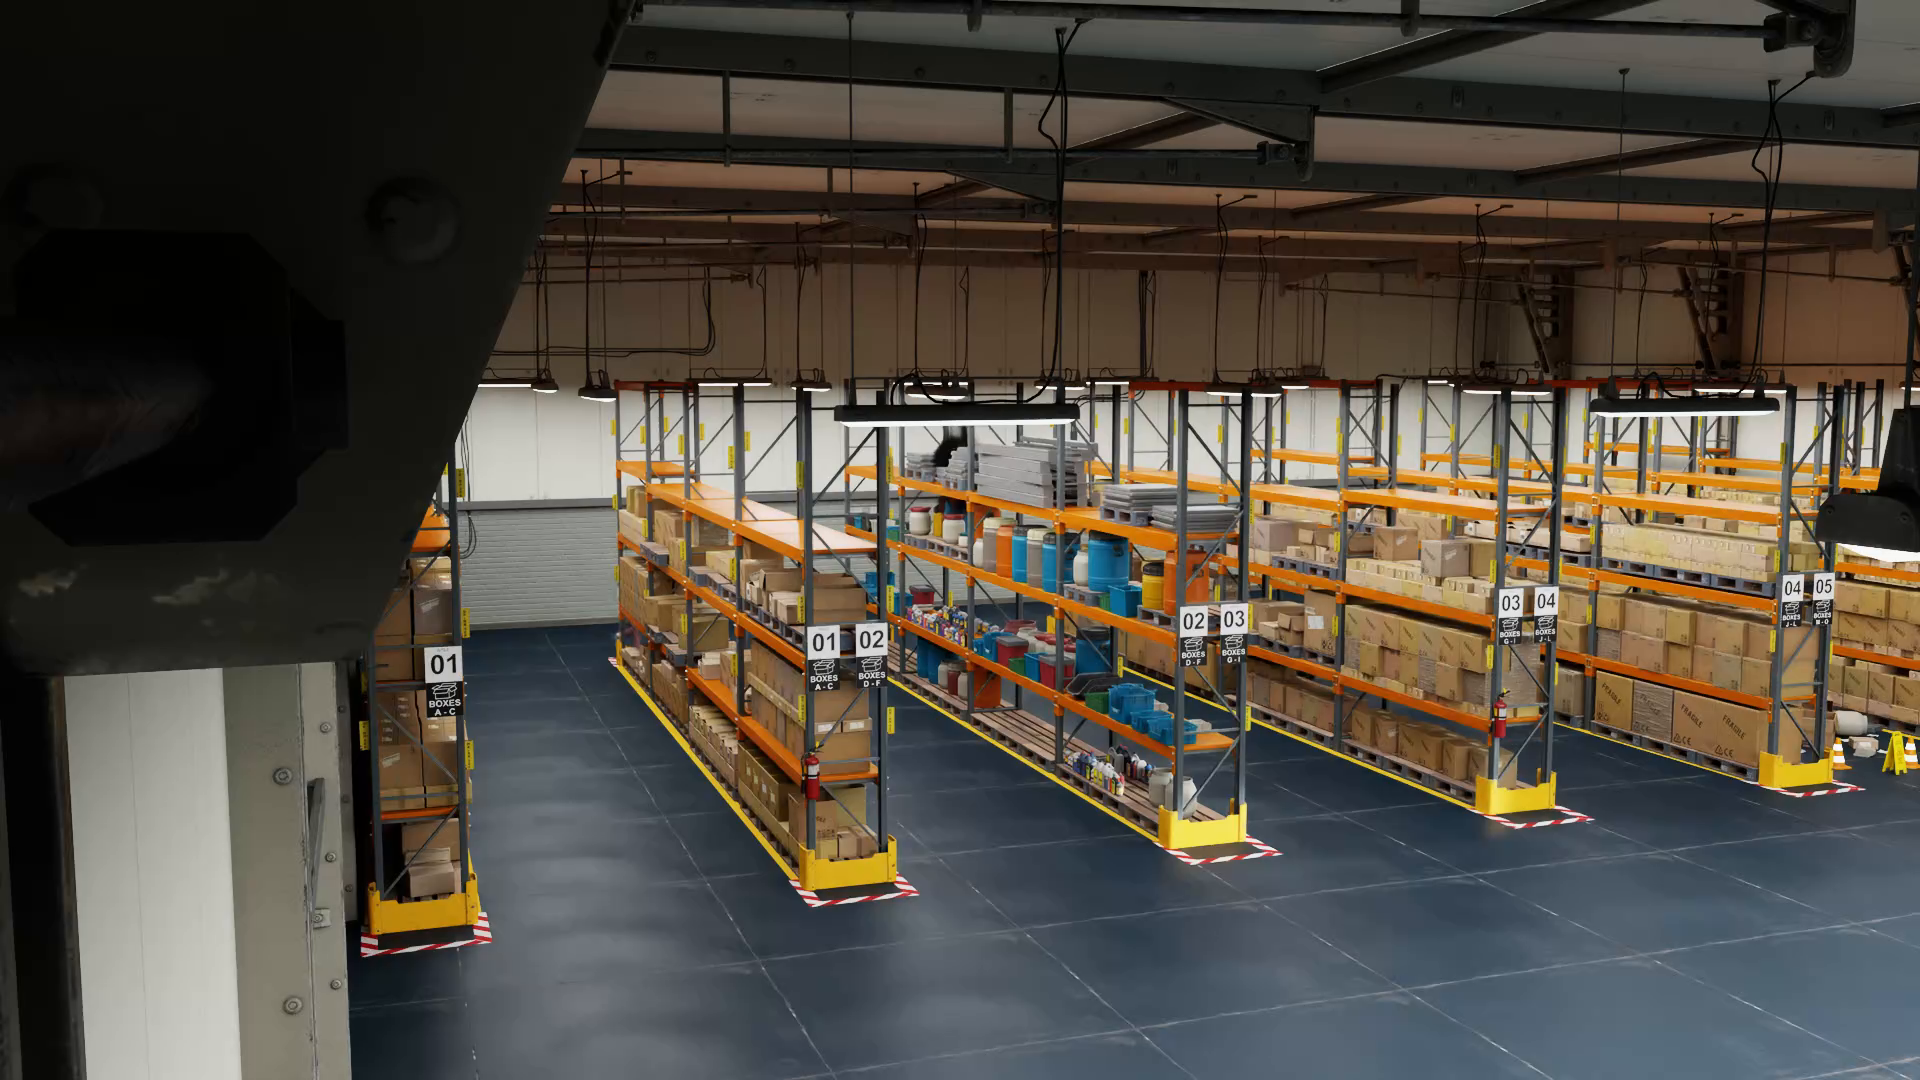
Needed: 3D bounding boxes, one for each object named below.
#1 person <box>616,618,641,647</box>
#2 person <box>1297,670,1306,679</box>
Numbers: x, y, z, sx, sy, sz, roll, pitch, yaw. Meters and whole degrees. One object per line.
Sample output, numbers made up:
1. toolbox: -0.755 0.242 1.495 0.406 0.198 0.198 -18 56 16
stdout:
1. person: -7.298 1.644 36.714 0.691 1.638 0.614 1 6 10
2. person: 6.823 2.070 32.206 0.717 1.736 0.644 -2 6 -20
